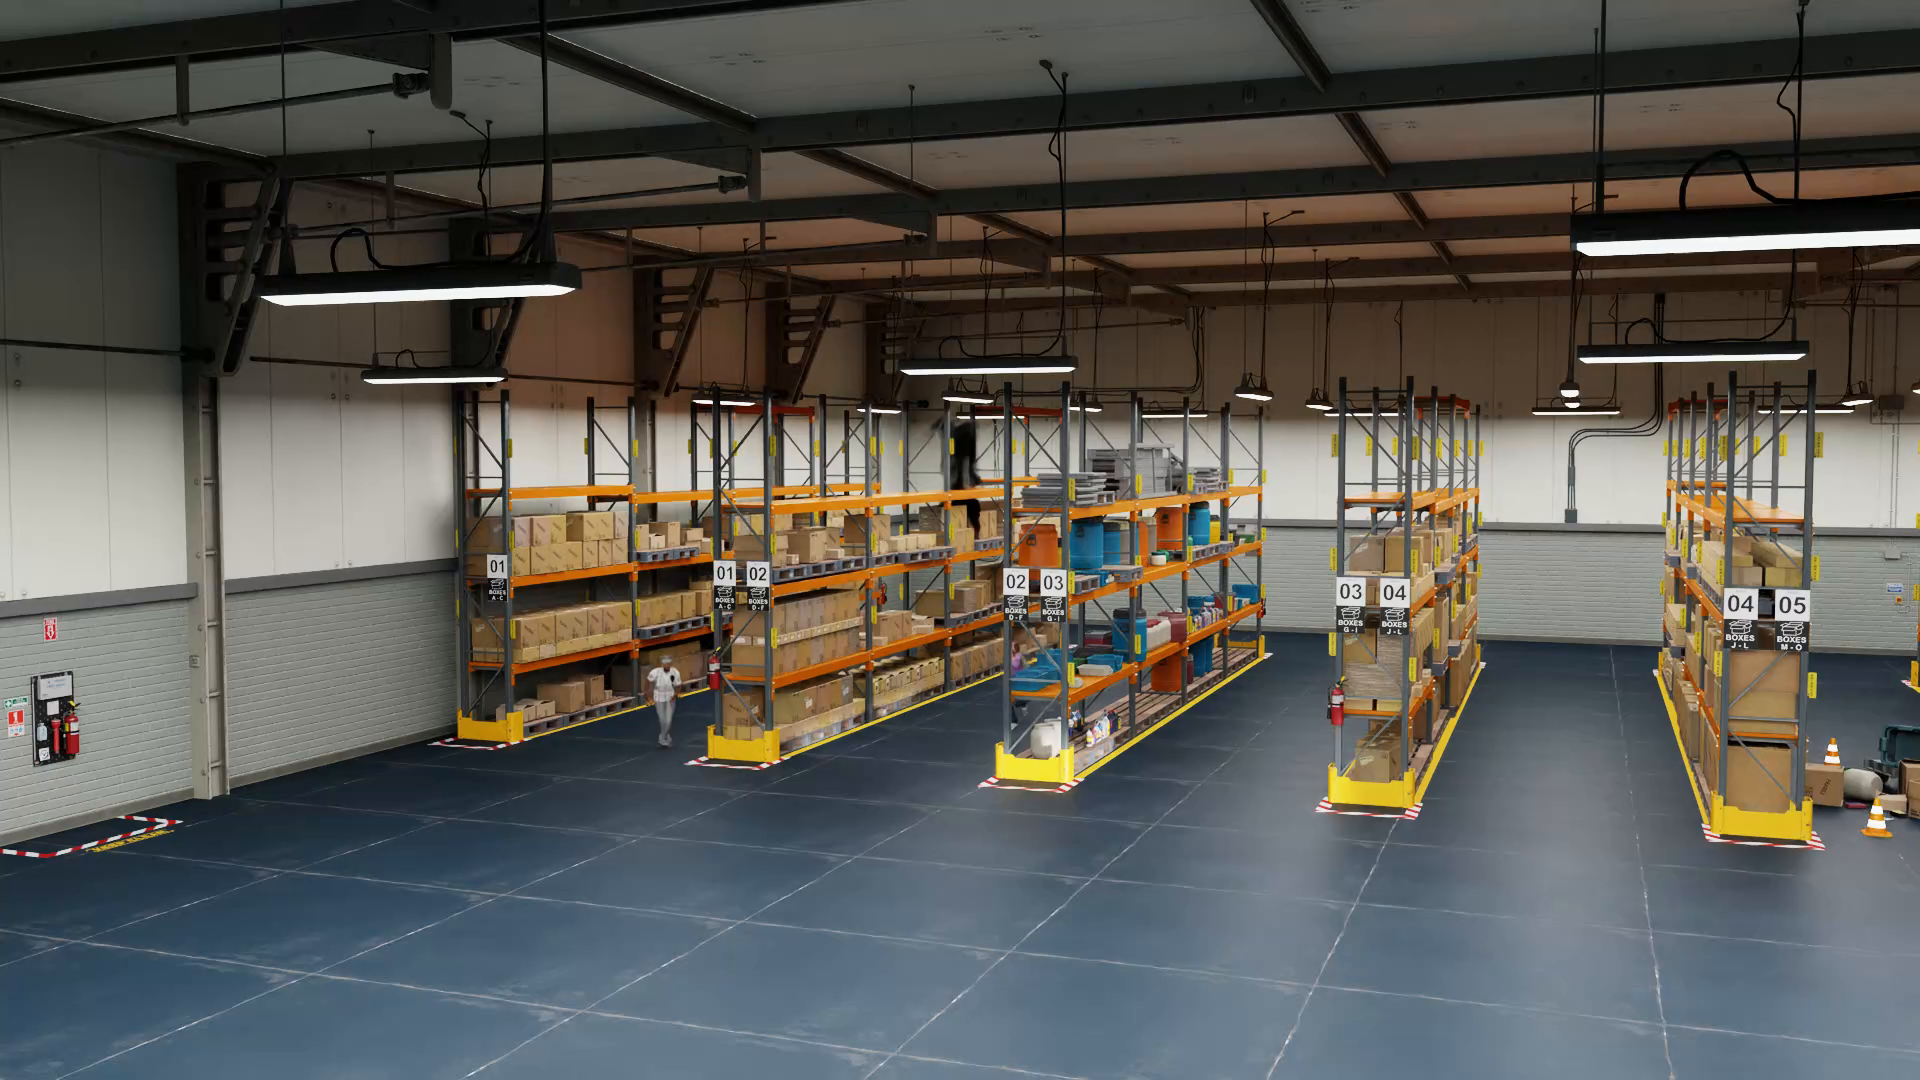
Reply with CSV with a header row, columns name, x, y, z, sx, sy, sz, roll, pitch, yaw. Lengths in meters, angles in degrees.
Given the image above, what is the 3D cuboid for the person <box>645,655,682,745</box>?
name,x,y,z,sx,sy,sz,roll,pitch,yaw
person,-4.953,2.679,27.796,0.594,1.567,0.634,-1,3,-13

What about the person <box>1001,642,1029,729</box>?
name,x,y,z,sx,sy,sz,roll,pitch,yaw
person,0.997,2.598,29.872,0.564,1.560,0.594,1,3,23
